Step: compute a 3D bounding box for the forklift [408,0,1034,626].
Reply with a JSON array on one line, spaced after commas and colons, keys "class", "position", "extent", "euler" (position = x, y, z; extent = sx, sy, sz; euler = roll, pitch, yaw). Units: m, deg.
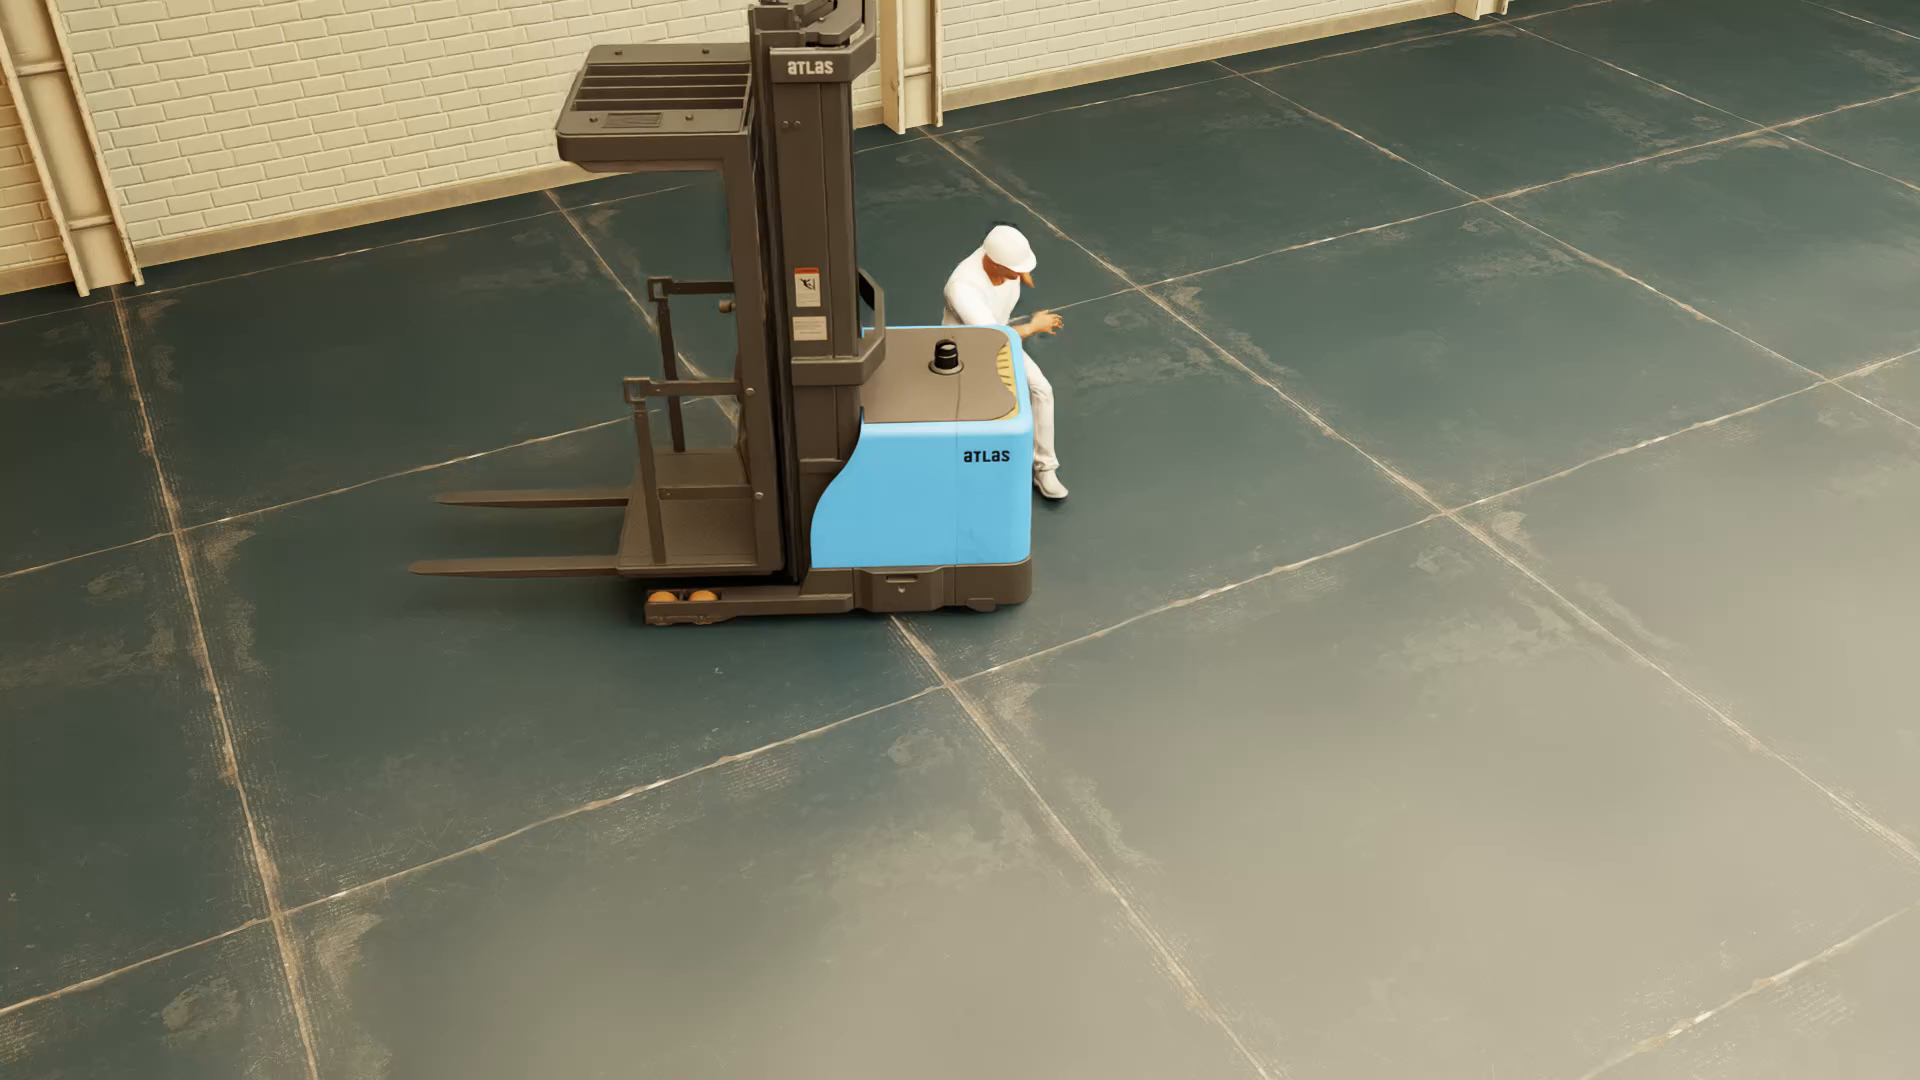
[{"class": "forklift", "position": [-1.181, -1.093, 7.669], "extent": [3.031, 2.935, 1.130], "euler": [-1, 35, -2]}]

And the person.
[{"class": "person", "position": [0.368, -1.045, 8.933], "extent": [0.949, 1.489, 1.100], "euler": [25, 42, 31]}]
